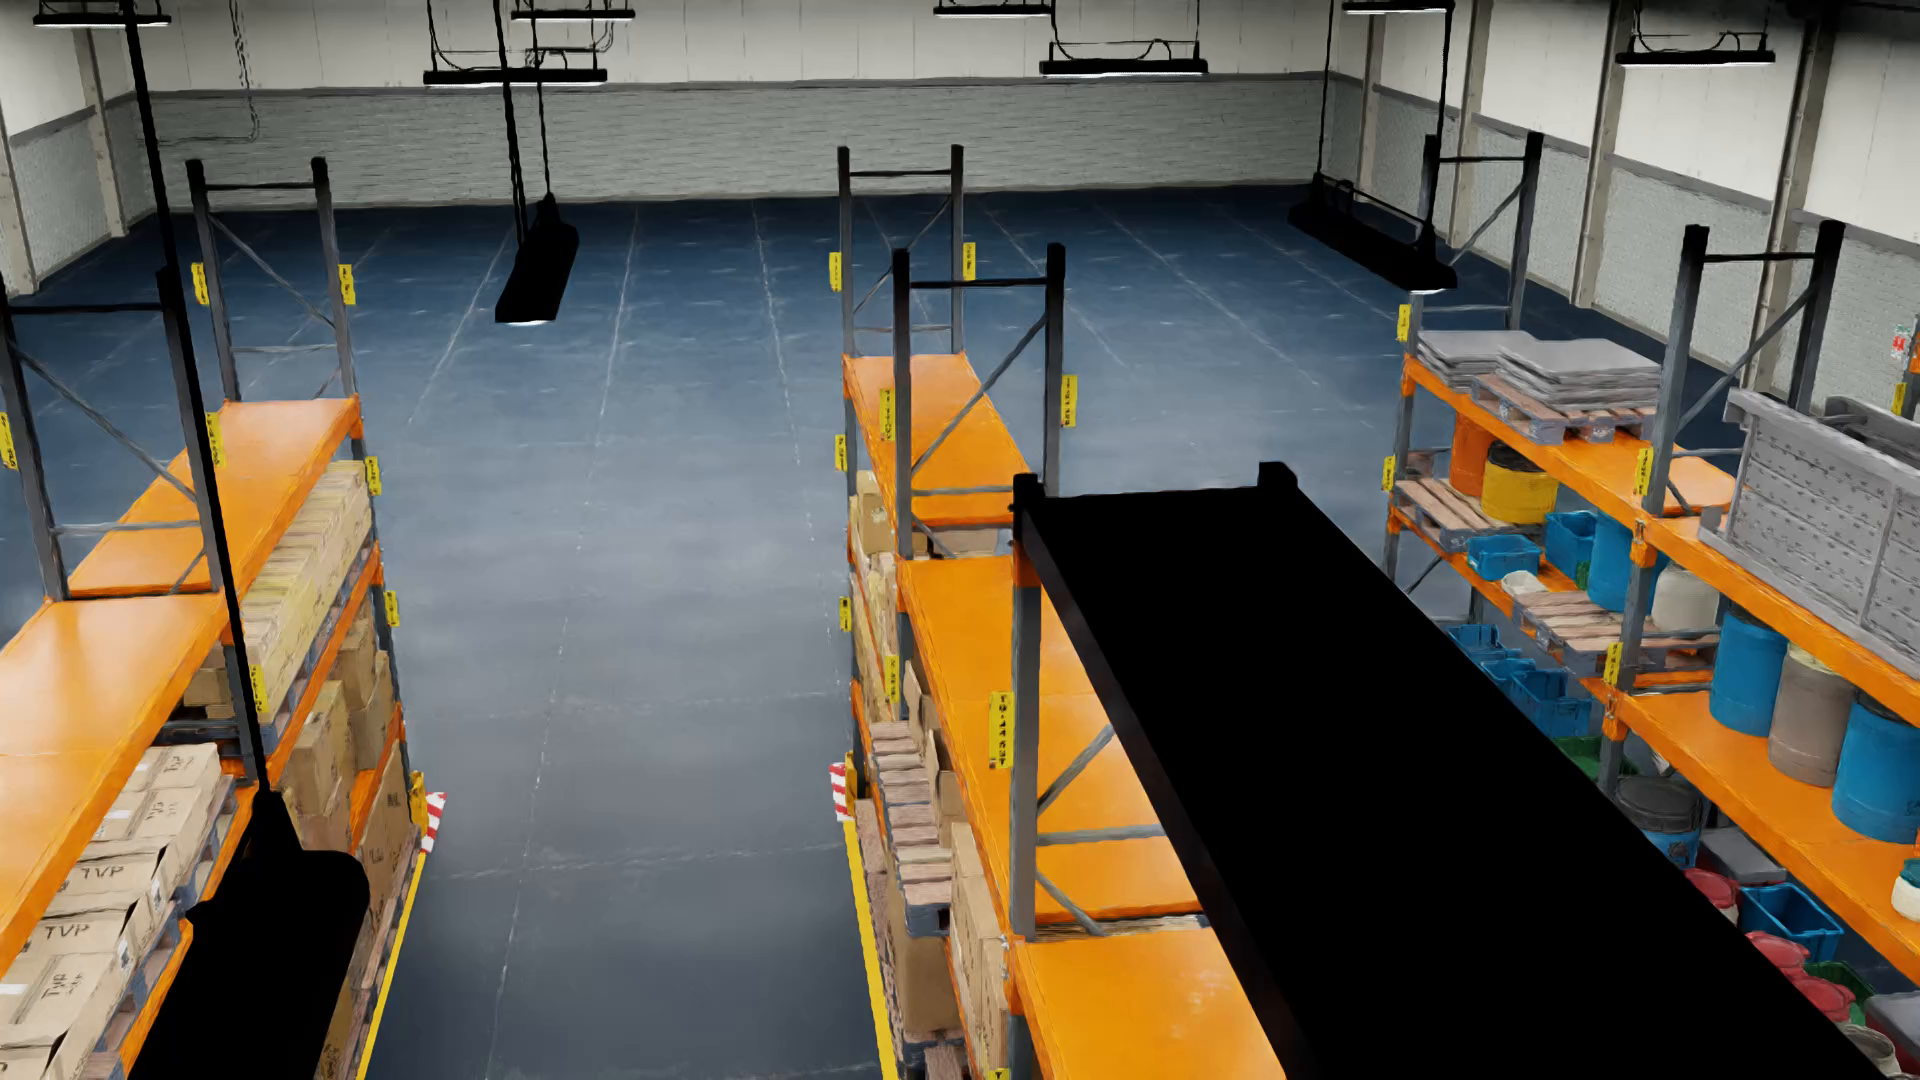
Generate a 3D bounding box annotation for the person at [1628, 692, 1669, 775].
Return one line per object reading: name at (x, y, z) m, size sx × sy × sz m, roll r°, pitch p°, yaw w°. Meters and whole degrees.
person at (6.324, 1.549, 15.499) m, size 0.511 × 1.598 × 1.058 m, roll -7°, pitch 23°, yaw -16°
